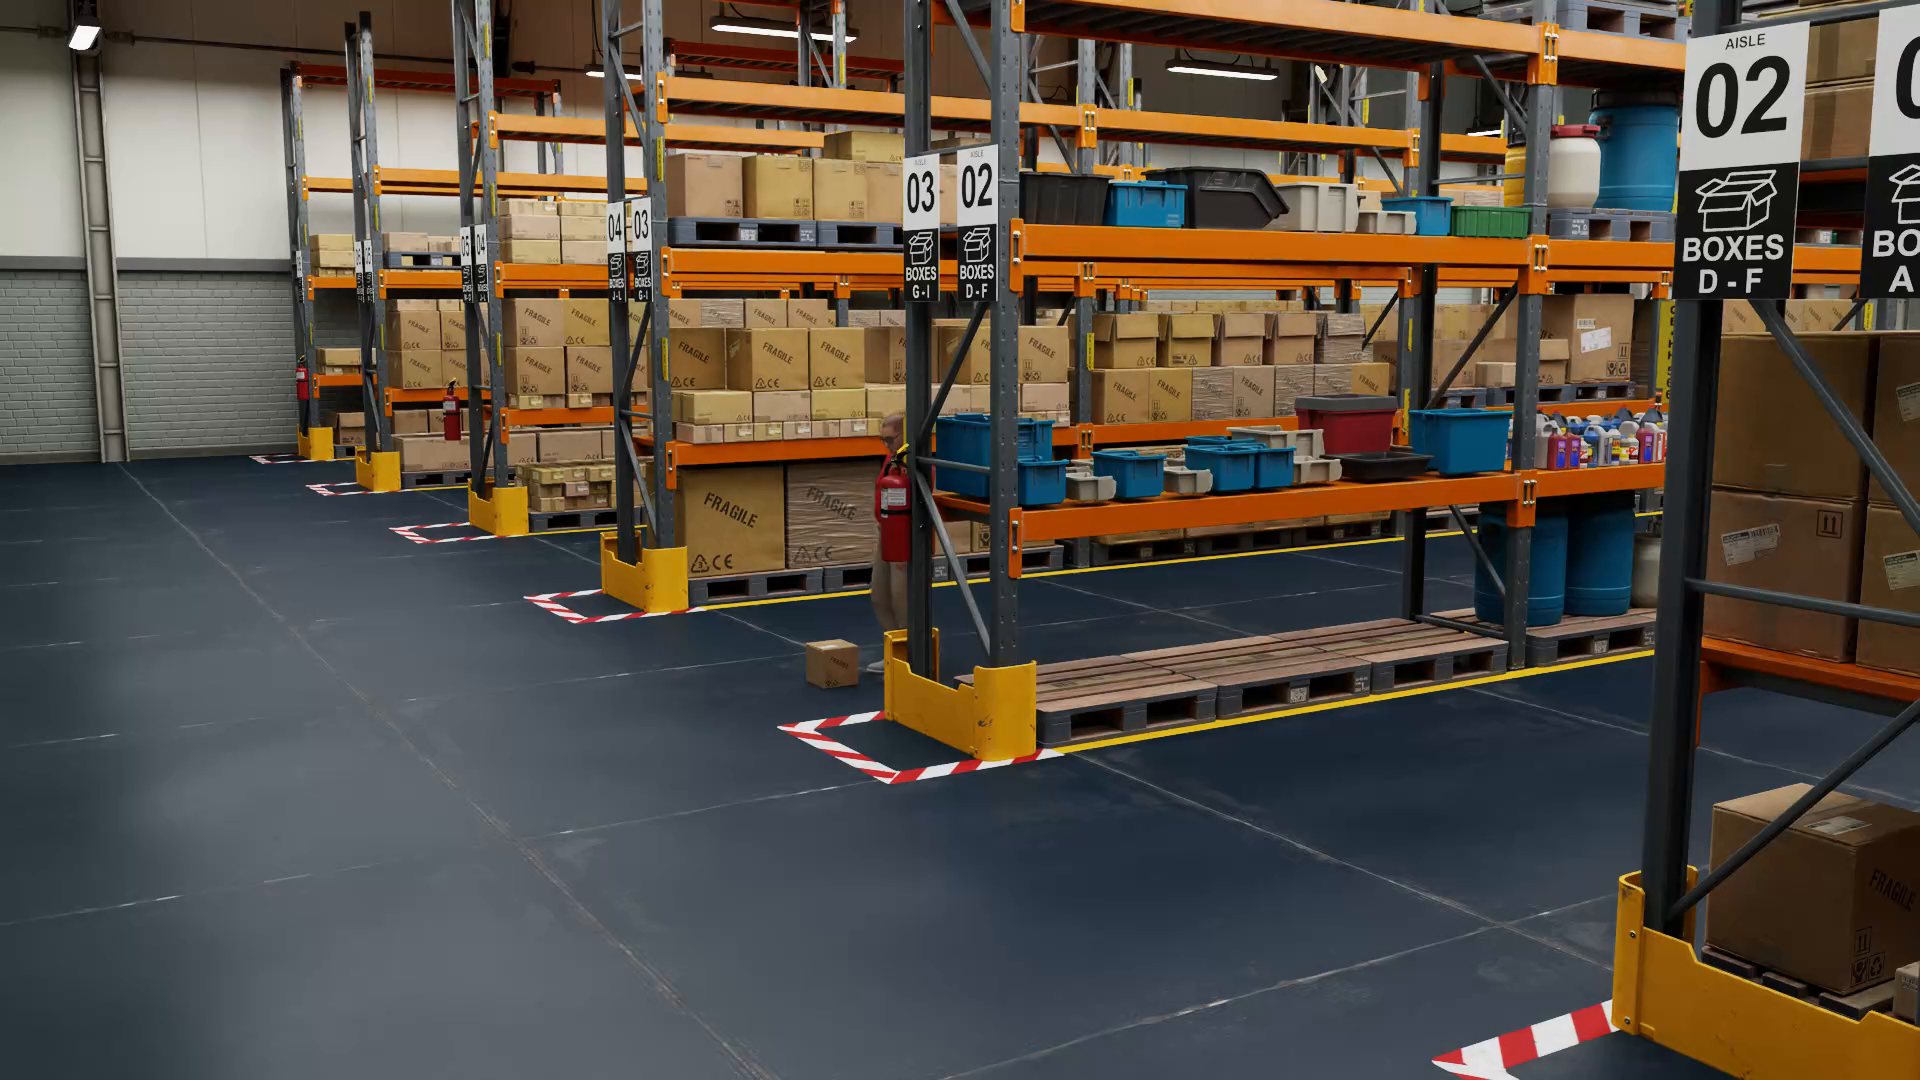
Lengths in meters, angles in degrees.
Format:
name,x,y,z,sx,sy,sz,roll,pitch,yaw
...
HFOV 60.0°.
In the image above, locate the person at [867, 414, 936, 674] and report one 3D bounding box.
name,x,y,z,sx,sy,sz,roll,pitch,yaw
person,-0.366,0.039,10.713,0.367,1.709,0.540,-5,9,-30
